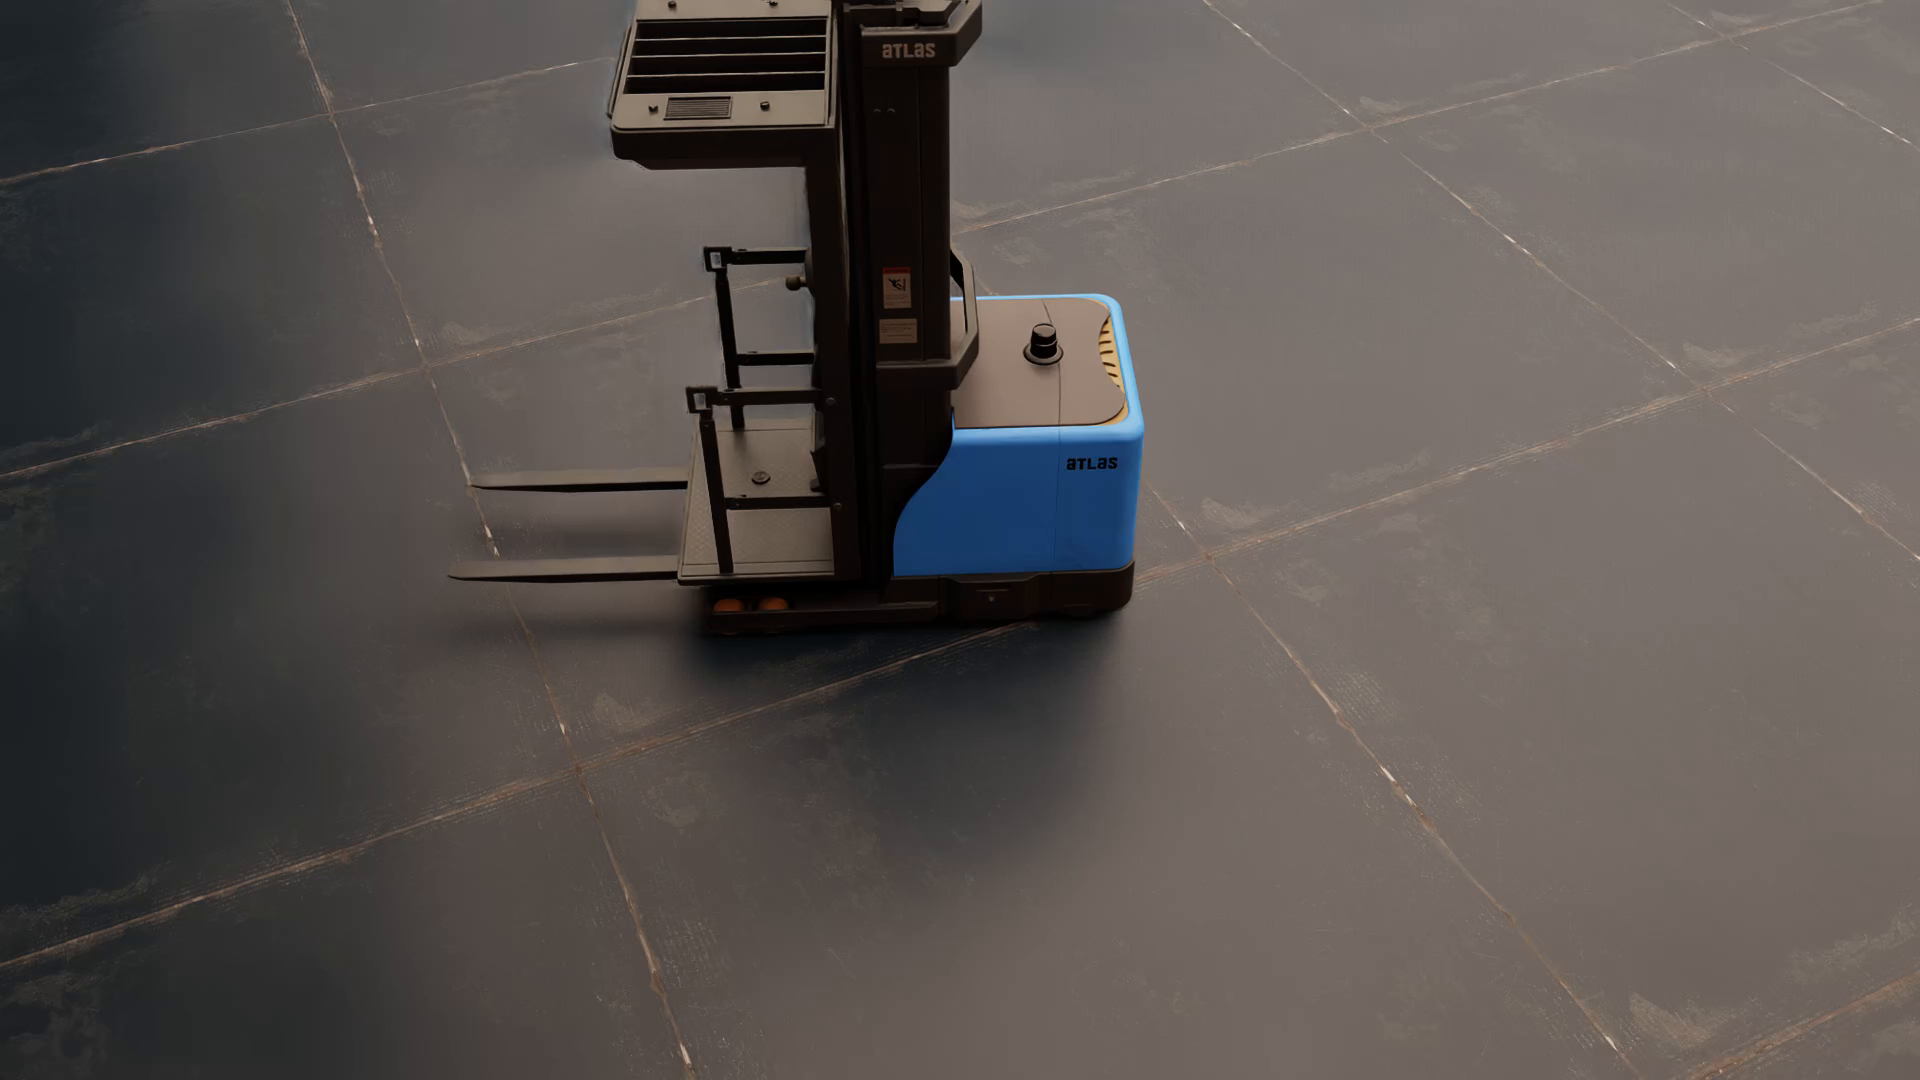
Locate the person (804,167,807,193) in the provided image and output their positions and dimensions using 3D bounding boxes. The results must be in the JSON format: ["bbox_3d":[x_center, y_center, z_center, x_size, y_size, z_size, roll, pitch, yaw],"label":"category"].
[{"bbox_3d":[-0.755,-2.766,9.506,0.826,1.760,0.597,-11,44,-12],"label":"person"}]

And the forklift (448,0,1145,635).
[{"bbox_3d":[-0.762,-1.022,6.776,3.031,2.935,1.130,-2,43,-2],"label":"forklift"}]
